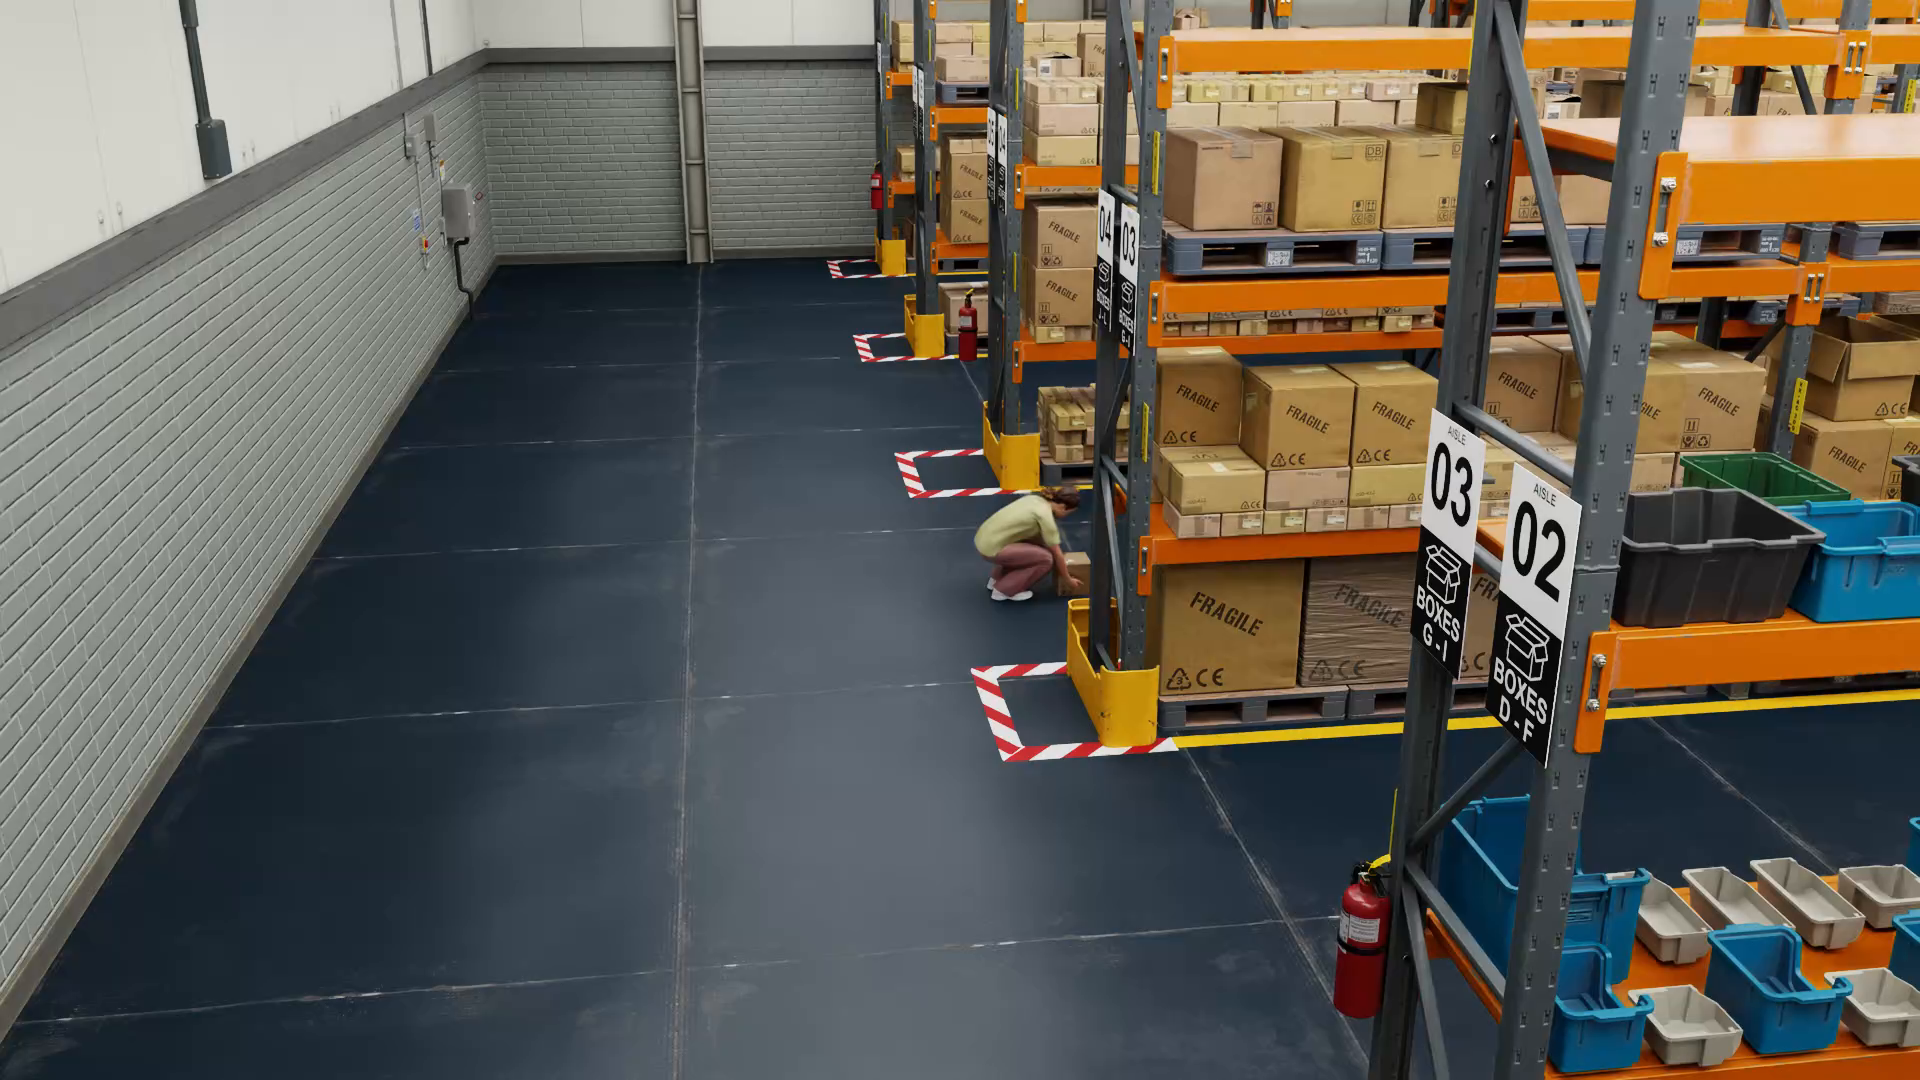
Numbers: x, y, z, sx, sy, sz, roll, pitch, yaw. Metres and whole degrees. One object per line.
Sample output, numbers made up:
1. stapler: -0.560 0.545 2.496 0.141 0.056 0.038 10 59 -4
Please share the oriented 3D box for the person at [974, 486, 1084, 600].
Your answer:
1. person: 0.506 0.012 12.318 0.805 0.806 0.479 -3 20 -8
